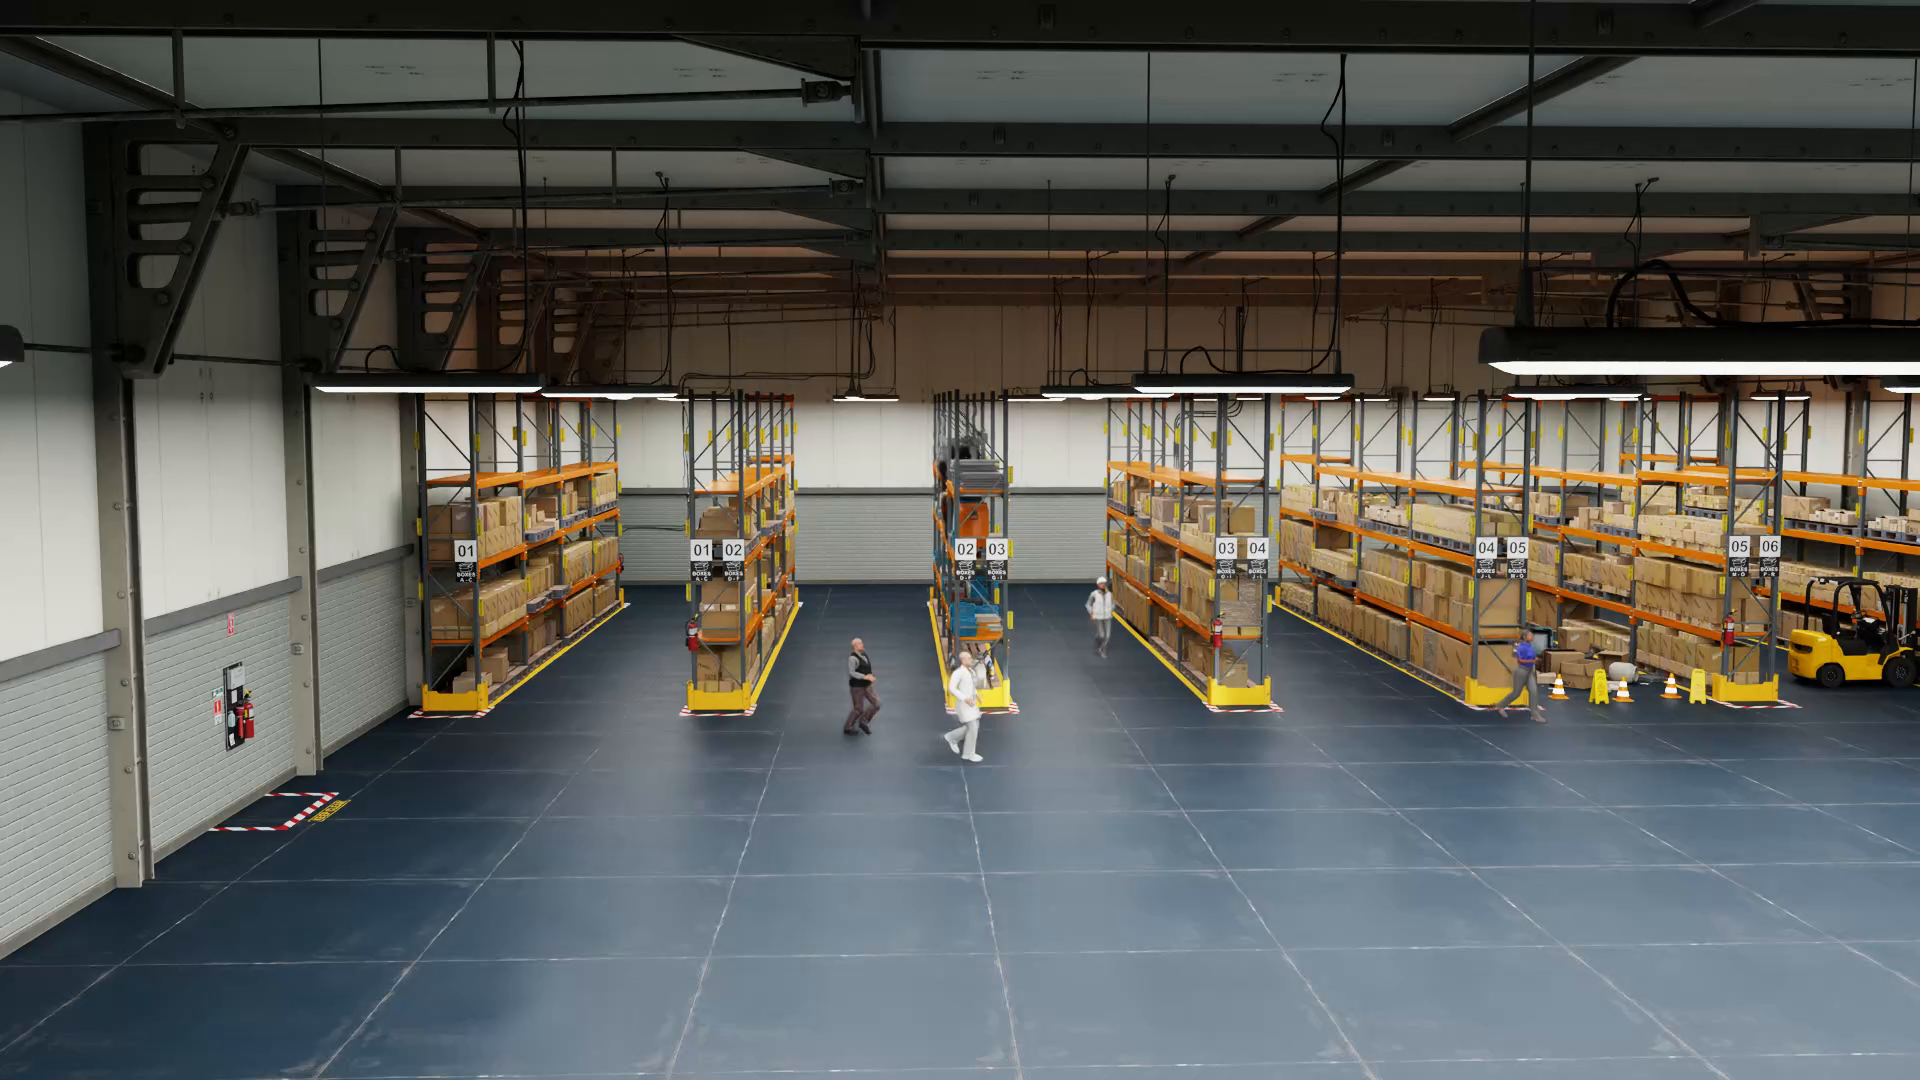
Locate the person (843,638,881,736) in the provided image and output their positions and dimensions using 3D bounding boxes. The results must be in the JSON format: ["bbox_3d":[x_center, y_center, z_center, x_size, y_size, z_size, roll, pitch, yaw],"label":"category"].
[{"bbox_3d":[-1.700,2.541,28.726,0.677,1.705,0.668,2,5,28],"label":"person"}]

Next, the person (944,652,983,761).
[{"bbox_3d":[0.034,2.670,26.788,0.718,1.750,0.717,2,5,24],"label":"person"}]

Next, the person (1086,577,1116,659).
[{"bbox_3d":[3.047,1.670,35.634,0.660,1.744,0.522,-1,5,-14],"label":"person"}]

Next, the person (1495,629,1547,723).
[{"bbox_3d":[10.148,2.425,29.956,0.578,1.640,0.945,-4,6,-42],"label":"person"}]
